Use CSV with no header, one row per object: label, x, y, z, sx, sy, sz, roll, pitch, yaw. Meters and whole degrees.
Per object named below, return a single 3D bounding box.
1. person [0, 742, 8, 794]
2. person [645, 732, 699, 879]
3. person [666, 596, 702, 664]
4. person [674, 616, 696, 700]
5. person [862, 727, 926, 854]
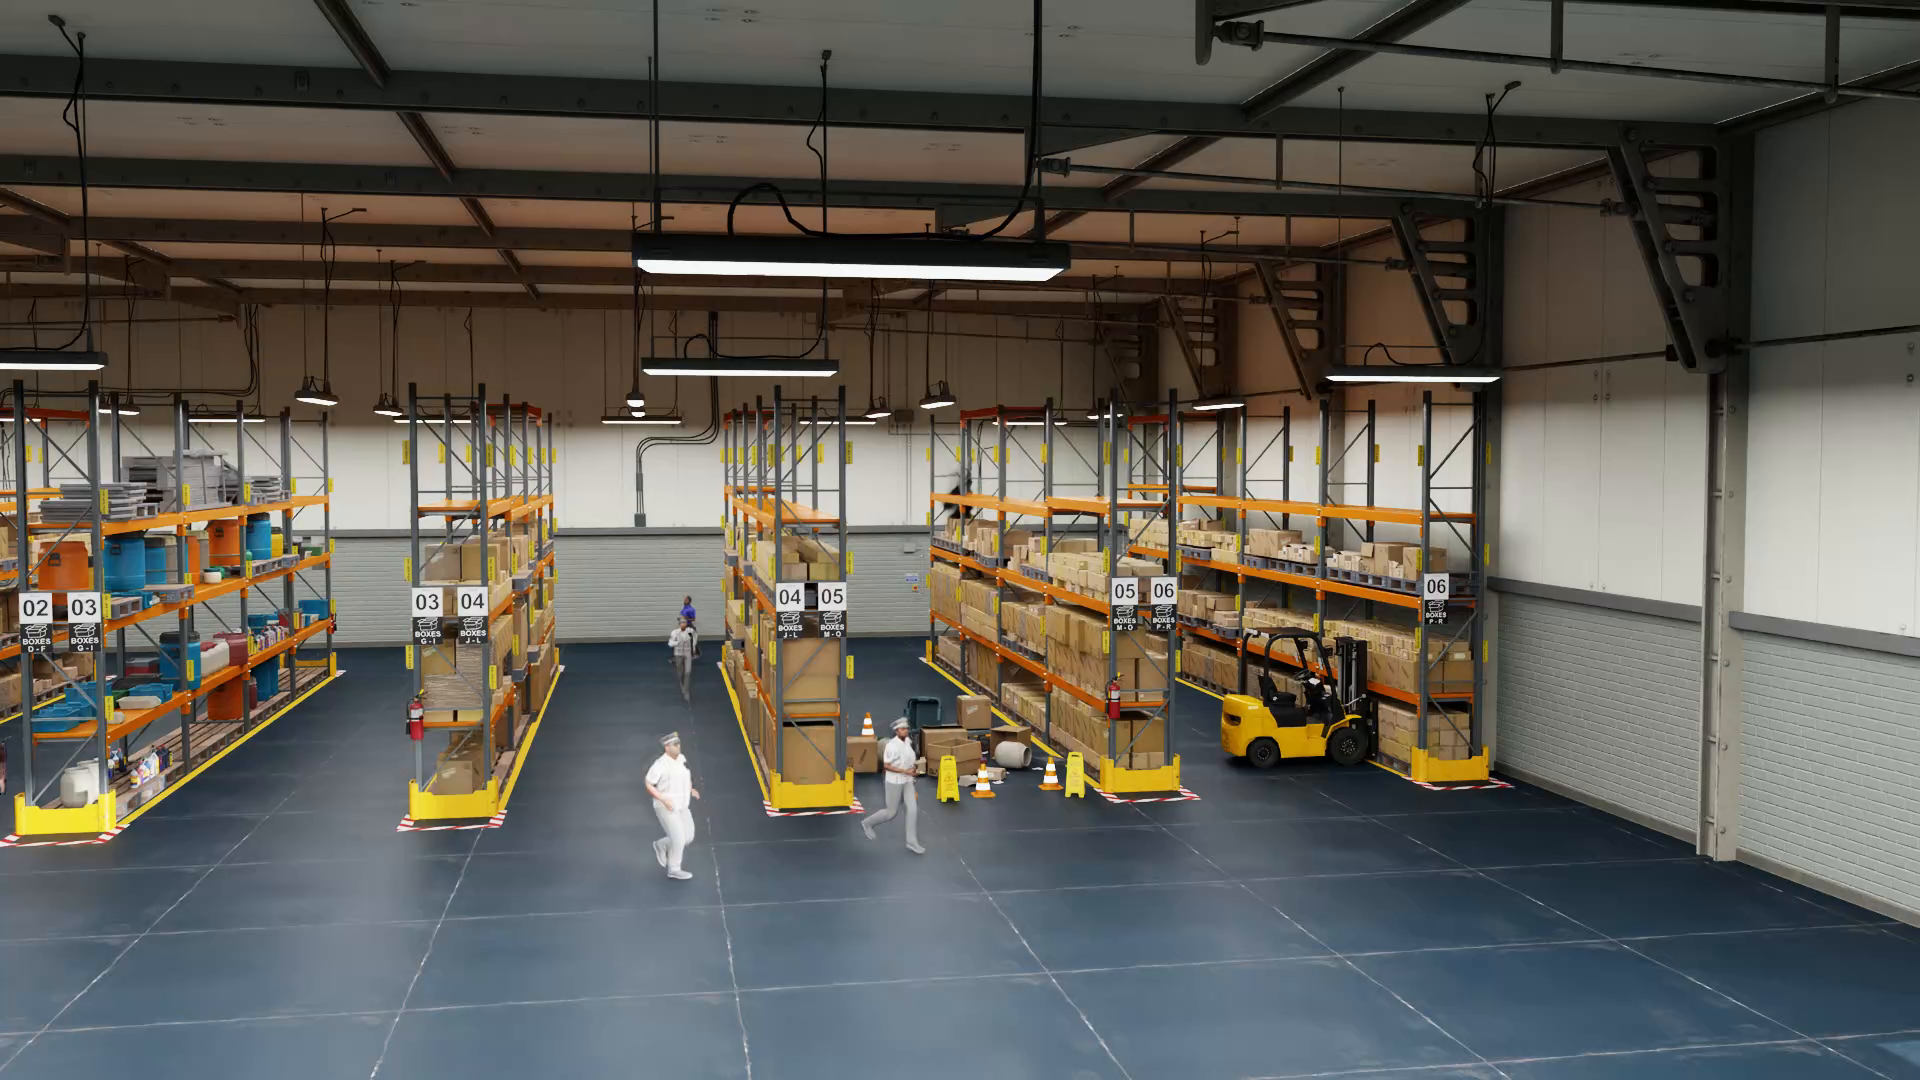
person,-12.266,3.094,20.808,0.652,1.698,0.750,2,3,33
person,-3.449,3.132,19.703,0.664,1.735,0.627,2,3,30
person,-6.555,2.153,40.131,0.890,1.644,0.681,-3,4,-44
person,-5.692,2.435,34.396,0.443,1.757,0.809,0,3,-9
person,-0.804,3.118,21.169,0.908,1.652,0.588,2,4,39
